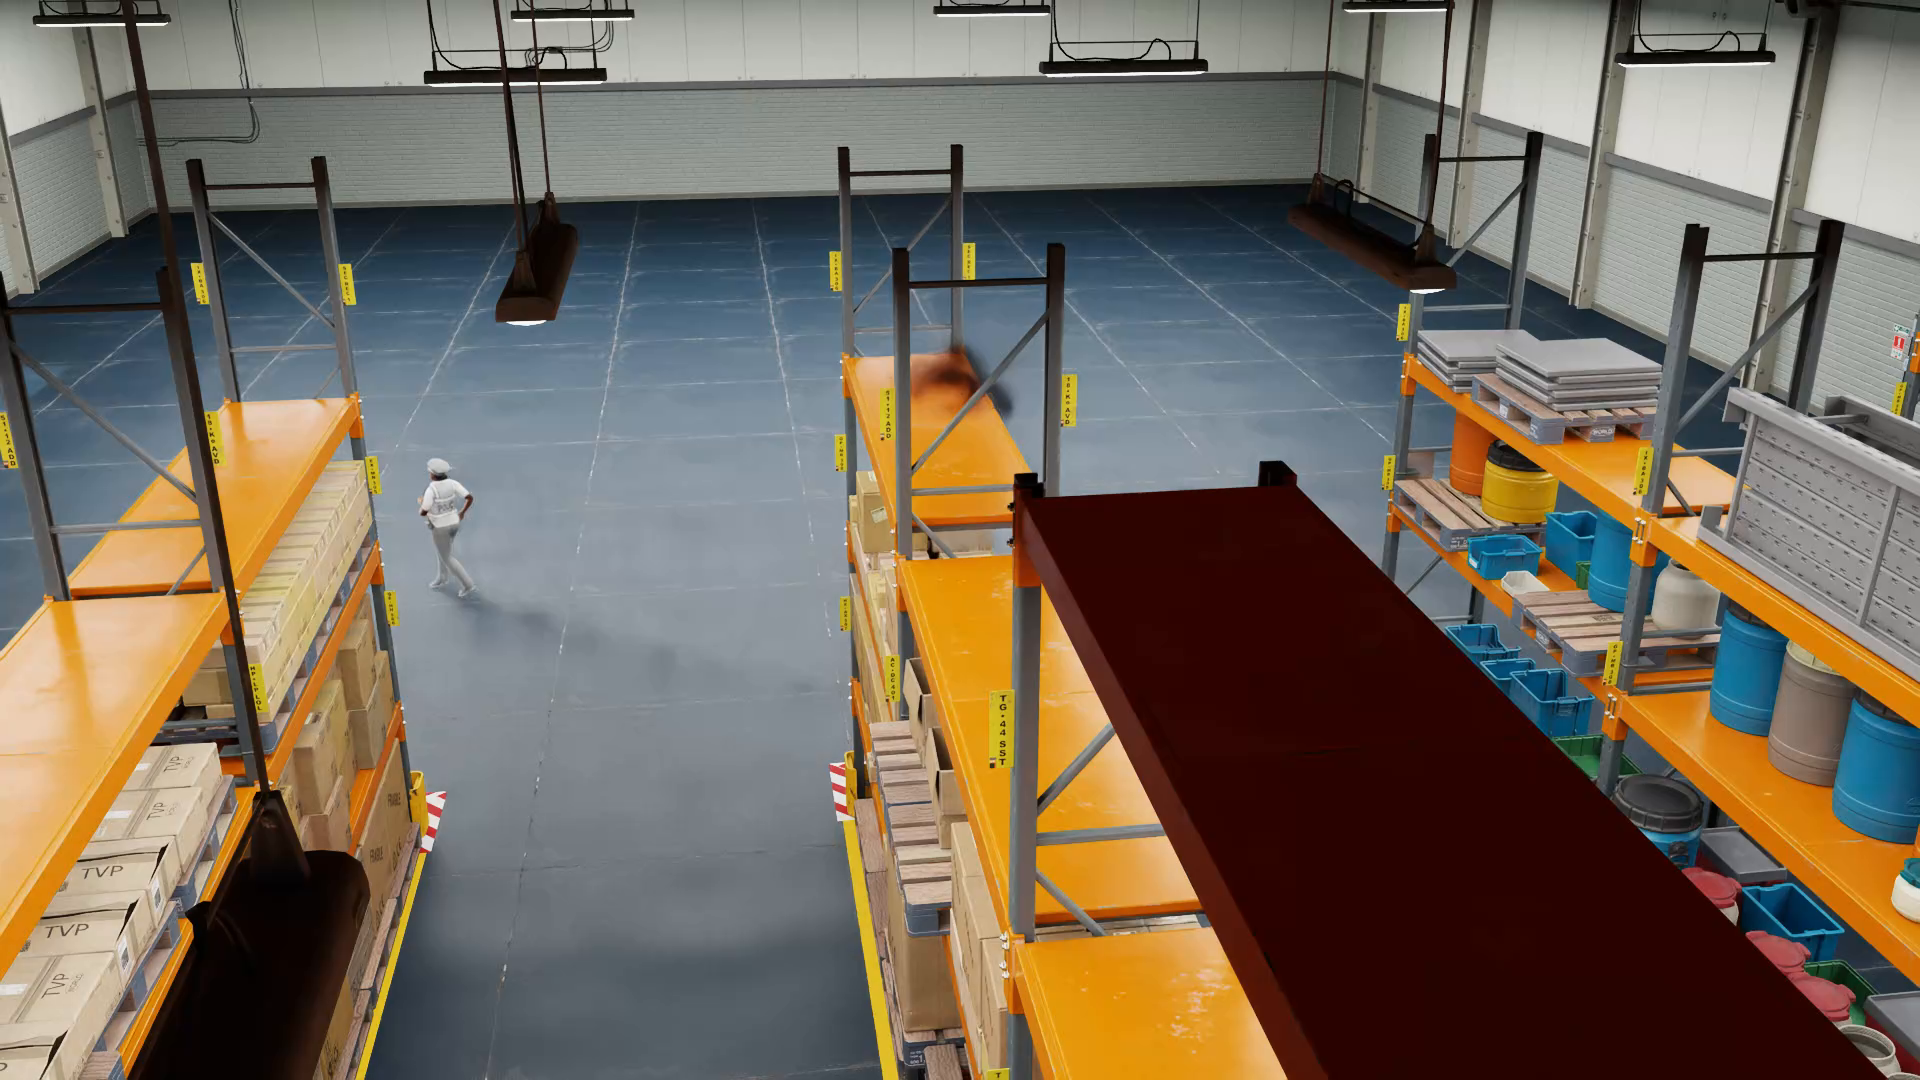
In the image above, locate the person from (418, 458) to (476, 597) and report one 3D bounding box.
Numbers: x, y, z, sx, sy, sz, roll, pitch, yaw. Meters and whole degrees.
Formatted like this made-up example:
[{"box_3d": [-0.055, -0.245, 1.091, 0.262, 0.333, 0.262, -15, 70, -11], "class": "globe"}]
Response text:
[{"box_3d": [-6.082, -0.139, 19.653, 0.885, 1.721, 0.562, 11, 24, 26], "class": "person"}]
